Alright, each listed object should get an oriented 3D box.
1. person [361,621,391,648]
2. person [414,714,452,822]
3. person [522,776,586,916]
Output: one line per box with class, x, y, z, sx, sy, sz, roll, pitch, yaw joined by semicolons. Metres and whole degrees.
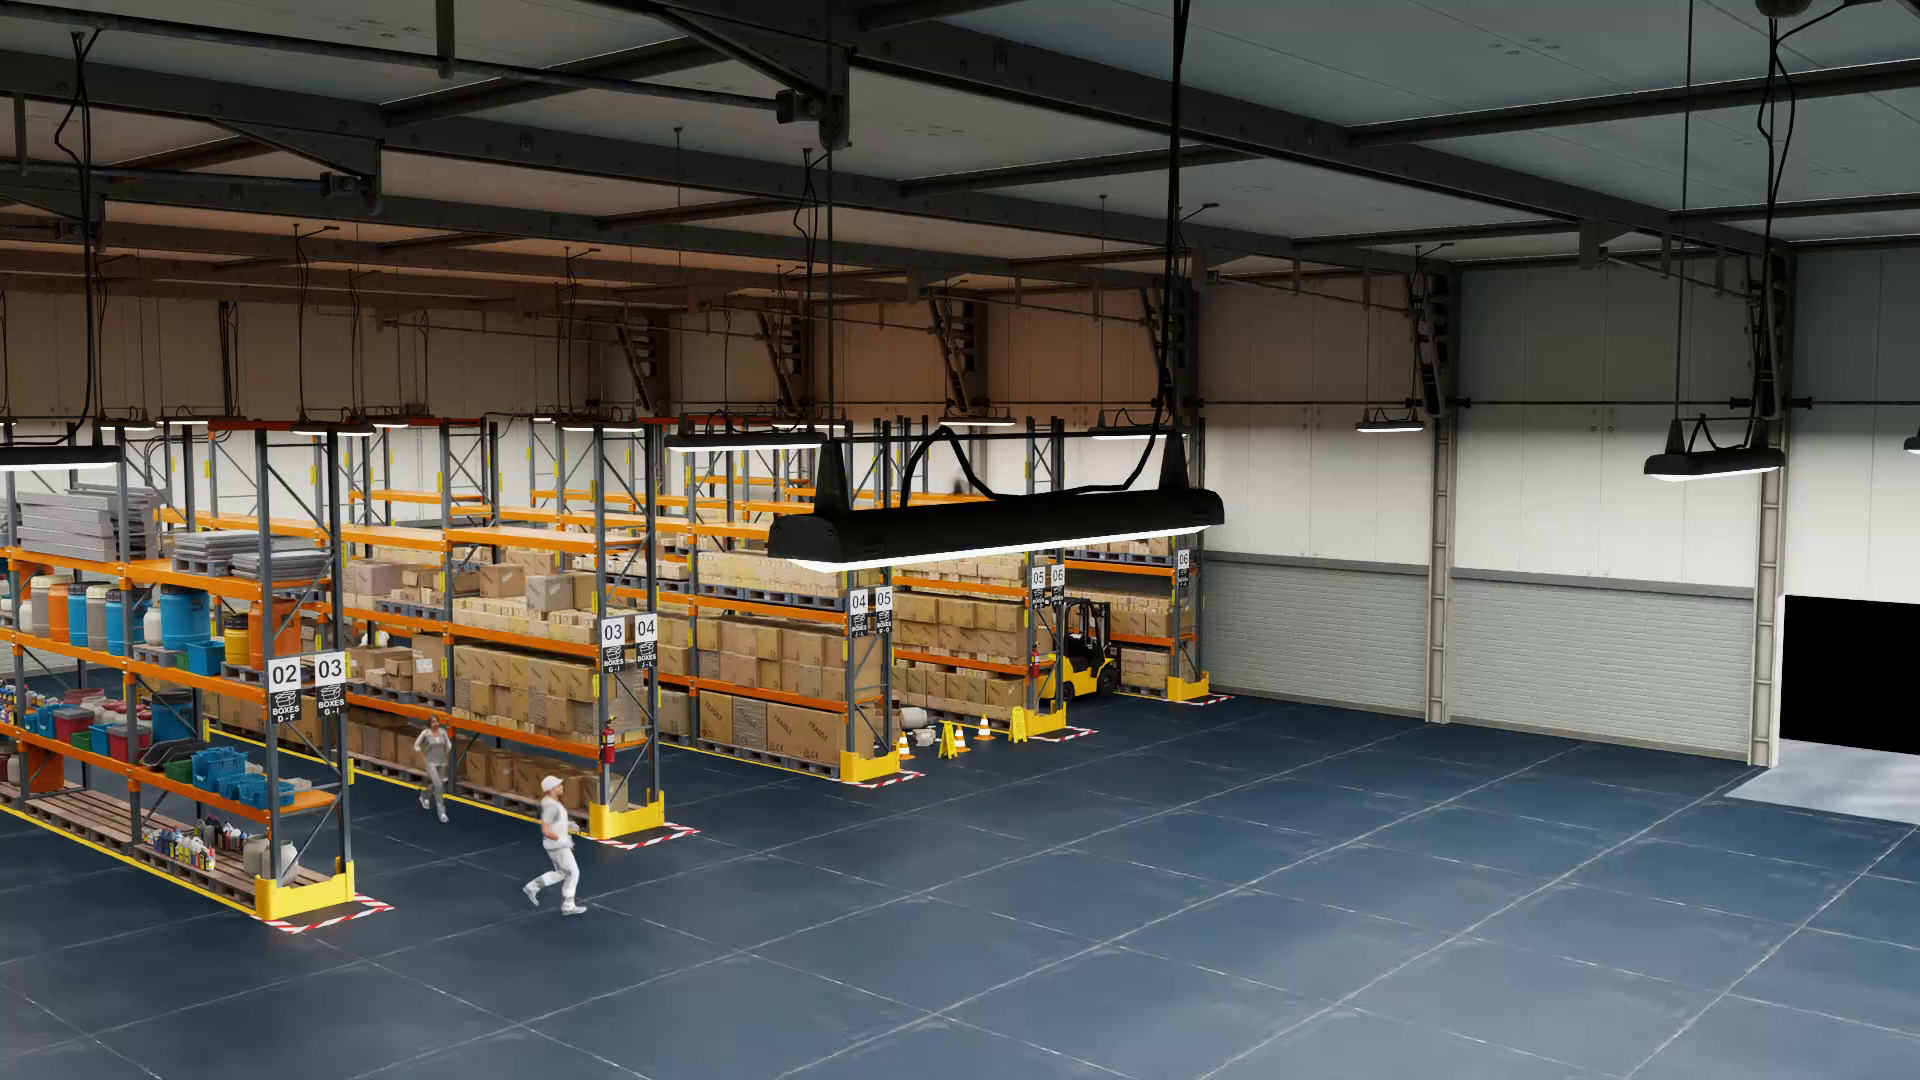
person;-12.332;2.534;35.258;0.726;1.714;0.743;-4;6;-40
person;-7.995;3.437;25.311;0.815;1.598;0.526;5;7;45
person;-5.000;3.761;20.442;0.767;1.746;0.662;-1;5;-16
